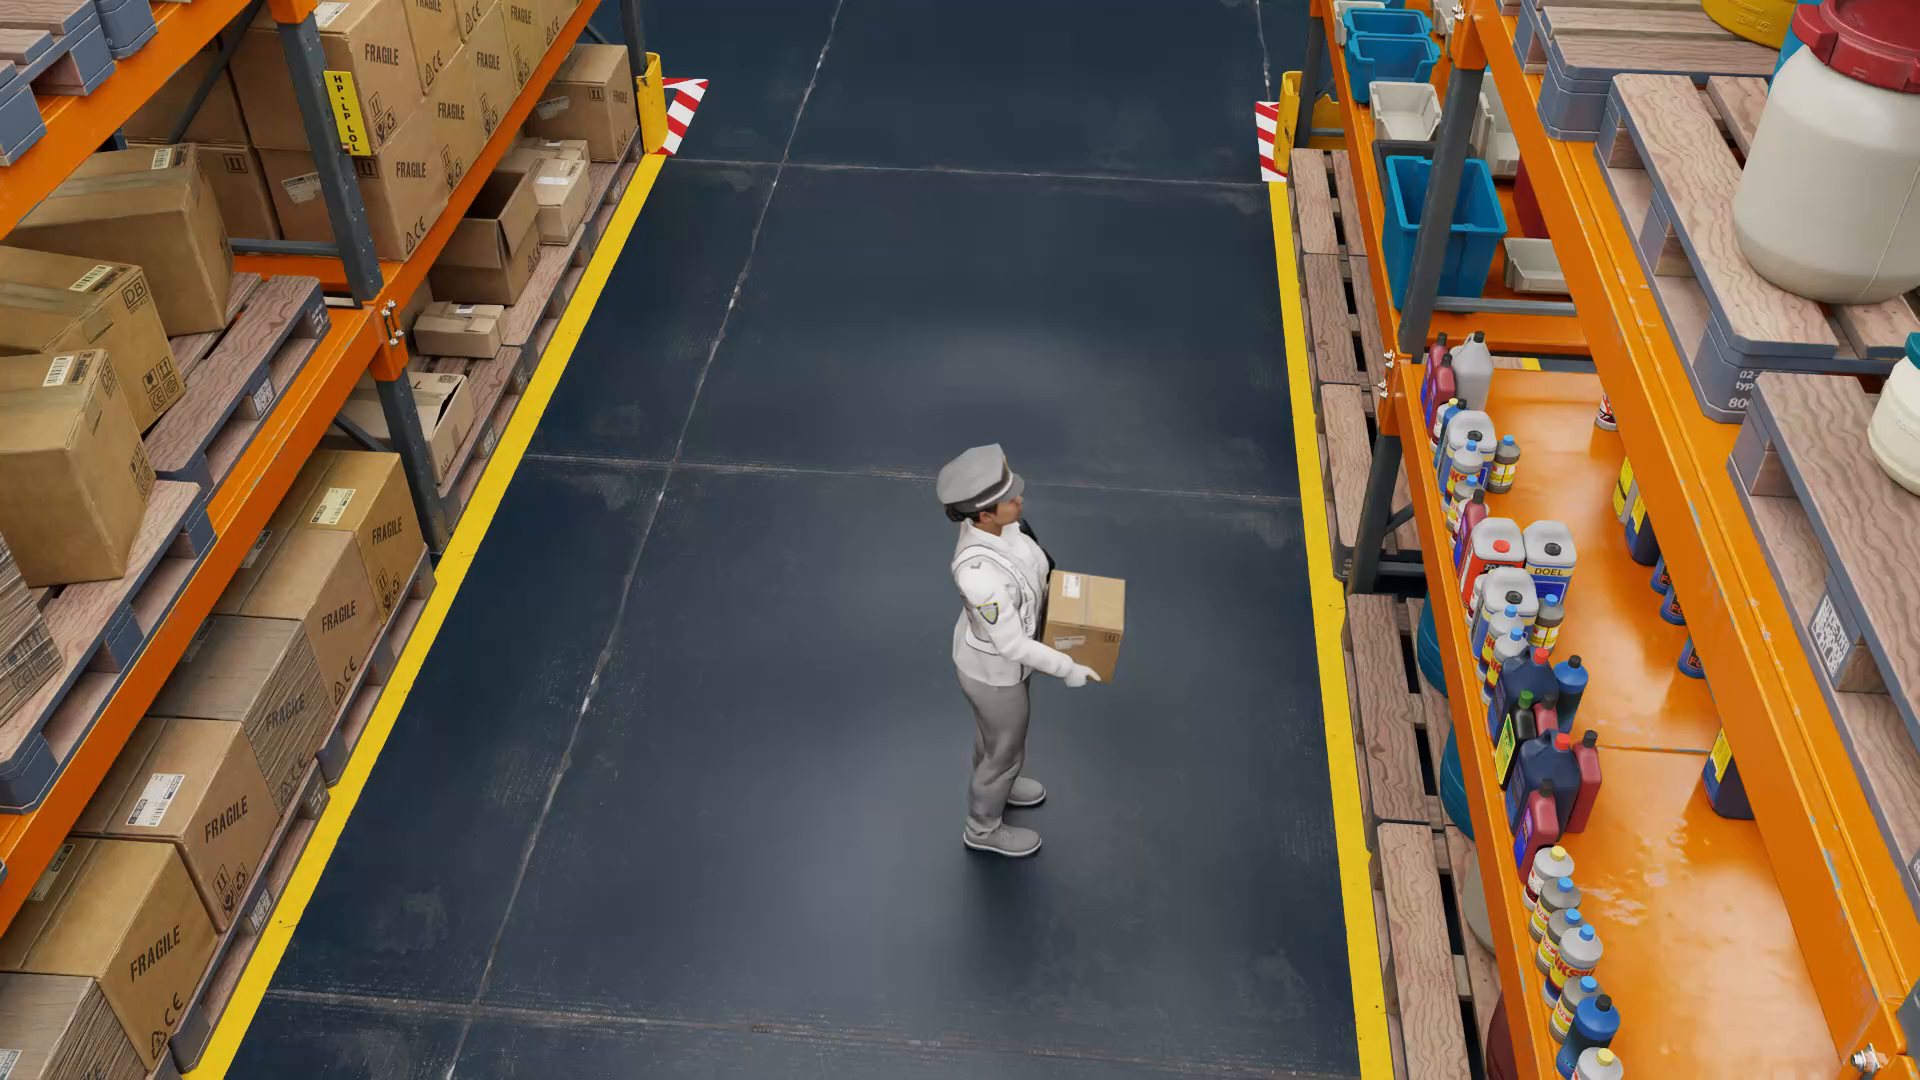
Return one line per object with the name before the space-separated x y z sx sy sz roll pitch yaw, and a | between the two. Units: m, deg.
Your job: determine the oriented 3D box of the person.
person | 0.201 0.399 5.666 0.557 1.686 0.460 4 40 4
